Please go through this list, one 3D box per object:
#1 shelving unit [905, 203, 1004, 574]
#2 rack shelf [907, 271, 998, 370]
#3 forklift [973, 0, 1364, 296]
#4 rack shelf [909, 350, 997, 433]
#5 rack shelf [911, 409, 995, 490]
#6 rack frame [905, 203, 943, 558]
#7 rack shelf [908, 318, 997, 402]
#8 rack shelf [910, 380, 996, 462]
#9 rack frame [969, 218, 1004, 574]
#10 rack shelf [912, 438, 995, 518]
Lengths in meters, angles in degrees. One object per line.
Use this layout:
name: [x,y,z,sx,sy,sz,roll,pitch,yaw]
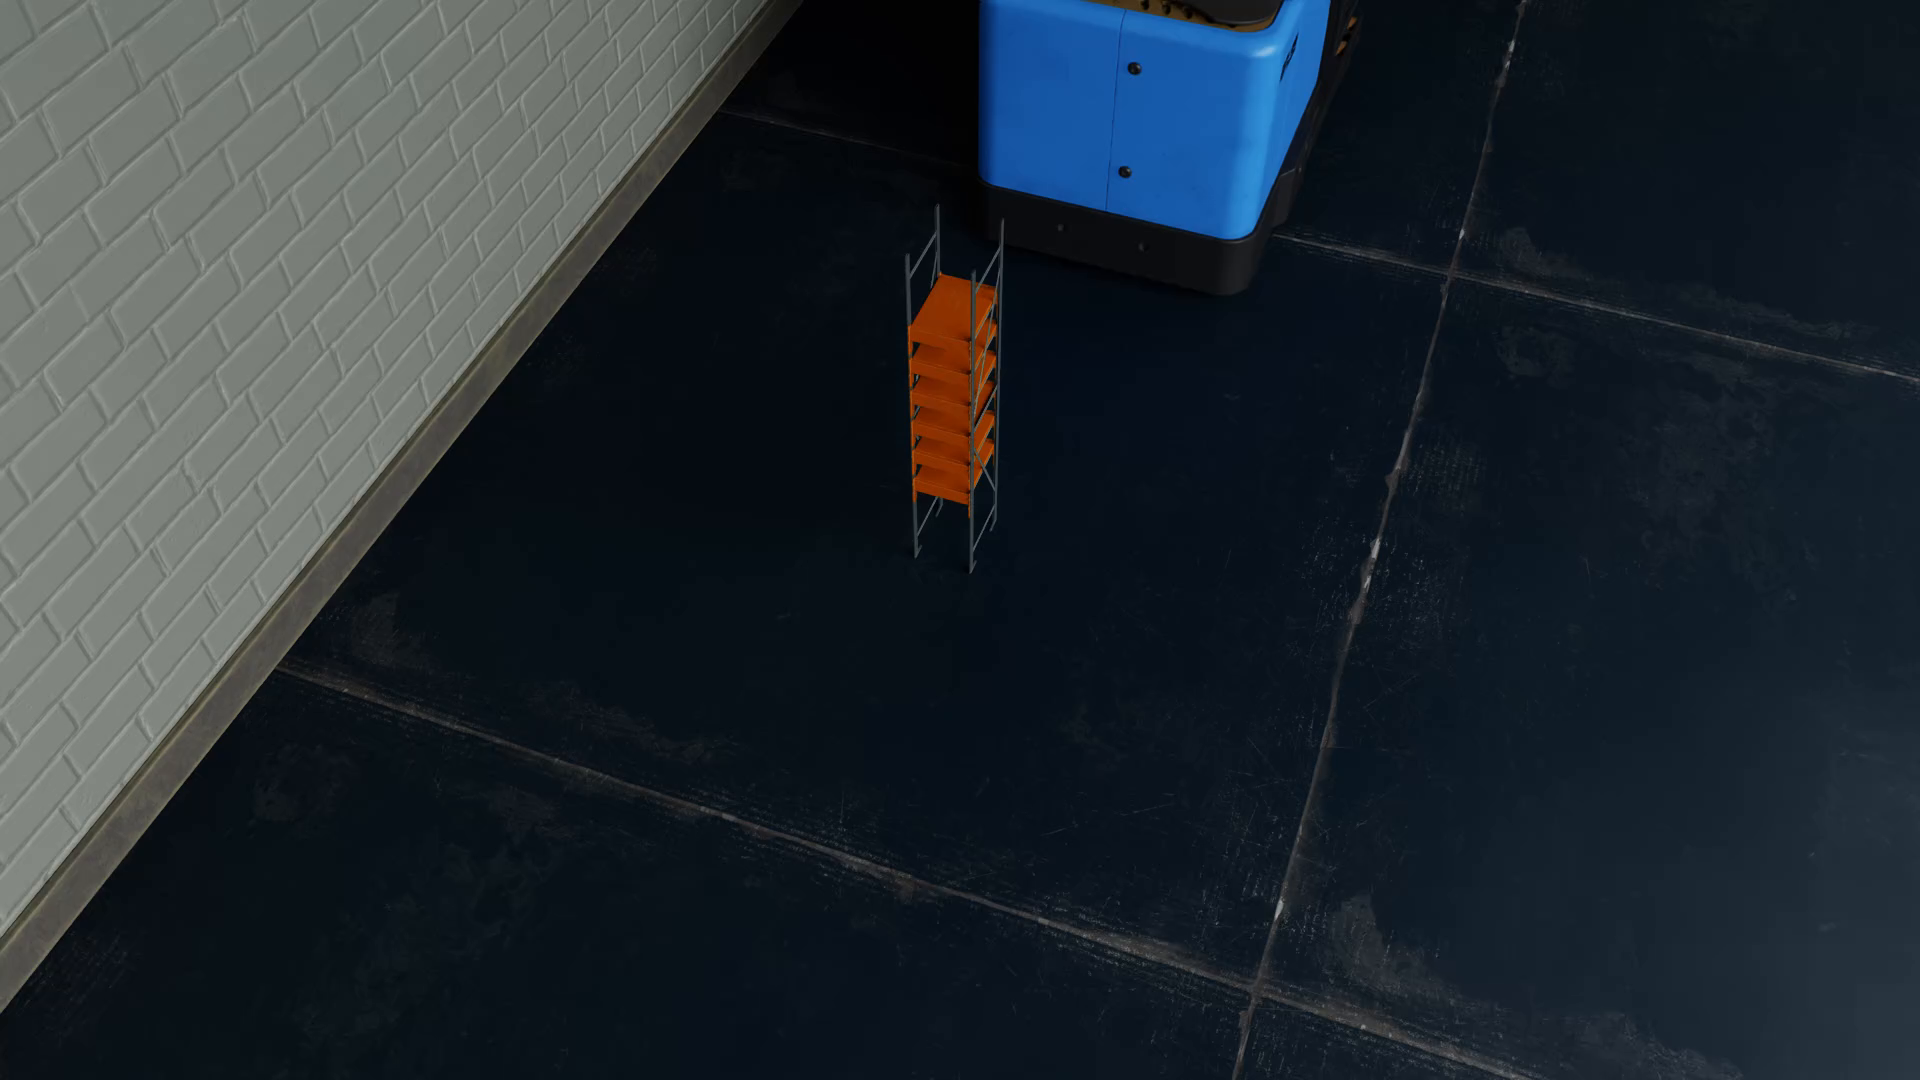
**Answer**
shelving unit: [-0.014,-0.397,4.800,0.189,1.200,0.258,16,51,13]
rack shelf: [-0.014,-0.603,4.561,0.180,0.103,0.258,16,51,13]
forklift: [1.049,-2.967,5.882,1.130,2.935,3.031,16,51,14]
rack shelf: [-0.014,-0.446,4.743,0.180,0.103,0.258,16,51,13]
rack shelf: [-0.014,-0.289,4.924,0.180,0.103,0.258,16,51,13]
rack frame: [-0.099,-0.421,4.821,0.006,1.200,0.240,16,51,13]
rack shelf: [-0.014,-0.525,4.652,0.180,0.103,0.258,16,51,13]
rack shelf: [-0.014,-0.368,4.833,0.180,0.103,0.258,16,51,13]
rack frame: [0.072,-0.373,4.779,0.006,1.200,0.240,16,51,13]
rack shelf: [-0.014,-0.210,5.015,0.180,0.103,0.258,16,51,13]
